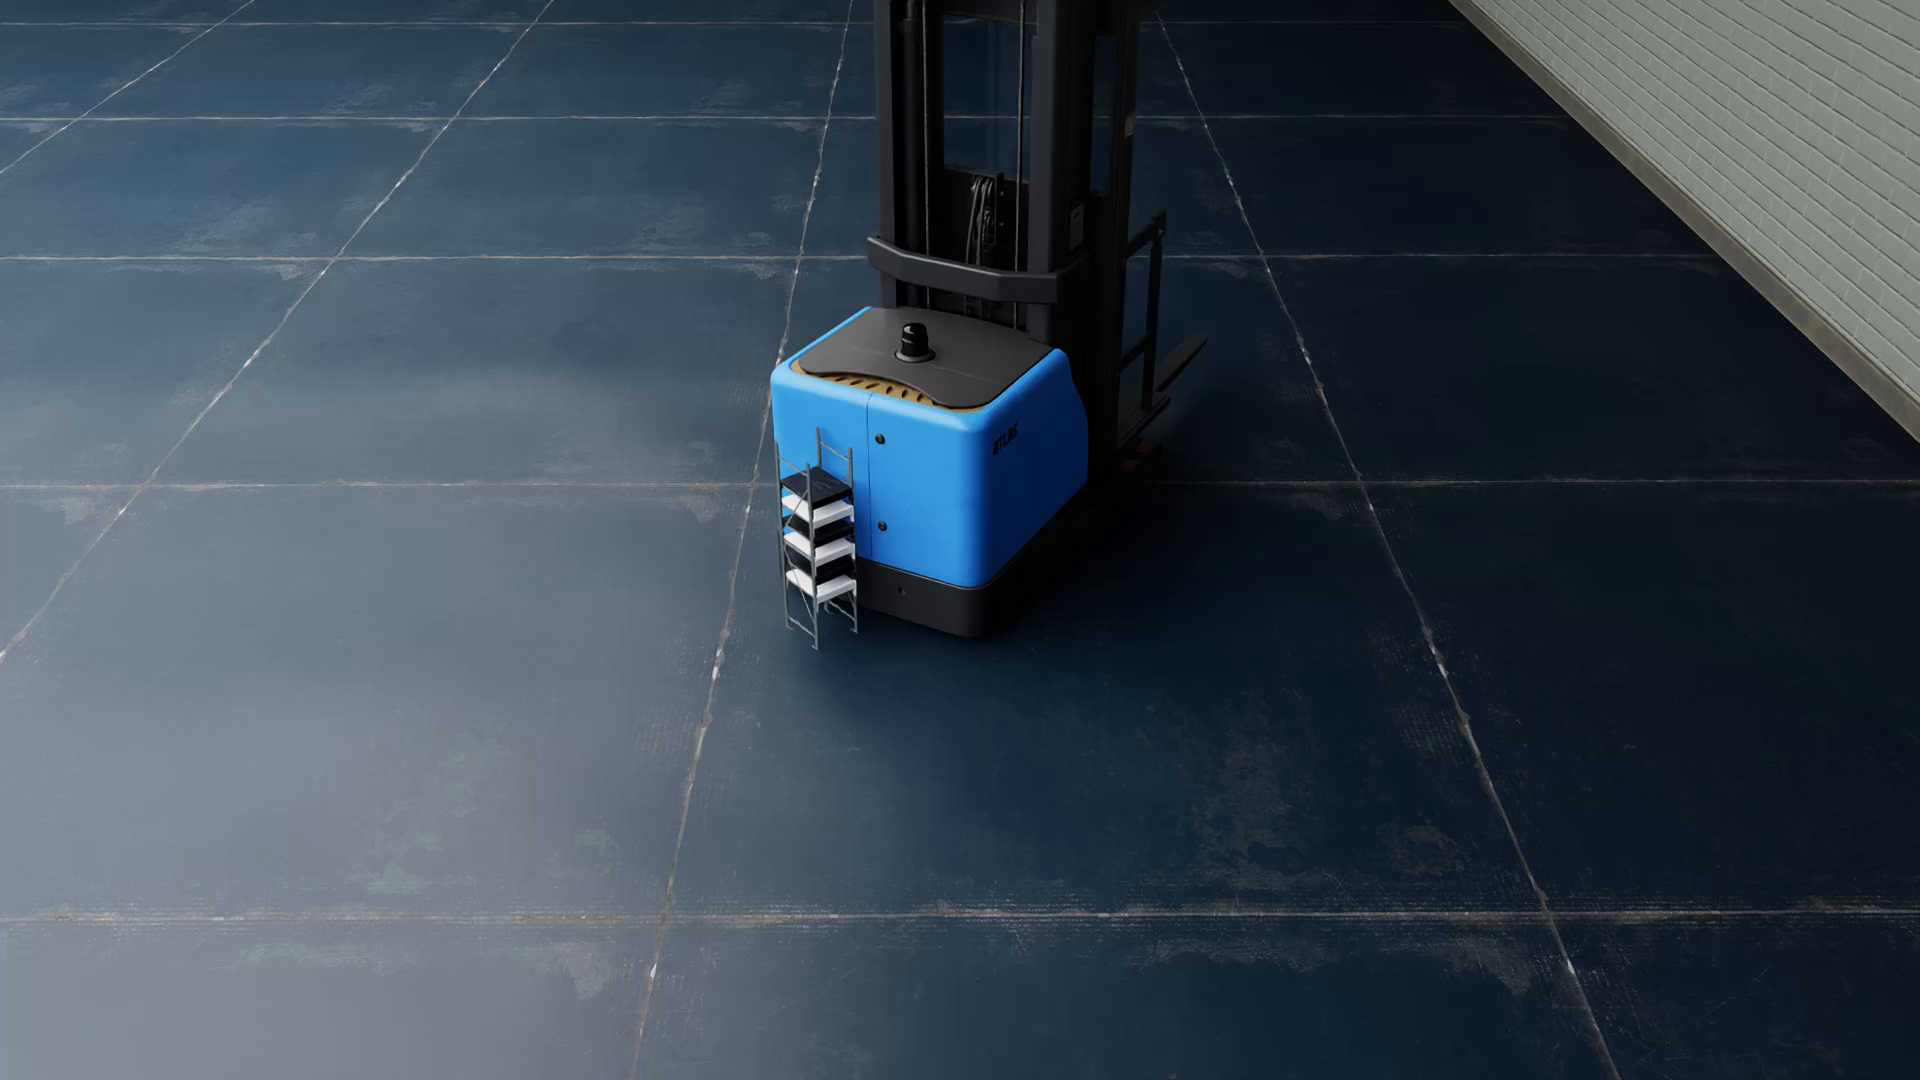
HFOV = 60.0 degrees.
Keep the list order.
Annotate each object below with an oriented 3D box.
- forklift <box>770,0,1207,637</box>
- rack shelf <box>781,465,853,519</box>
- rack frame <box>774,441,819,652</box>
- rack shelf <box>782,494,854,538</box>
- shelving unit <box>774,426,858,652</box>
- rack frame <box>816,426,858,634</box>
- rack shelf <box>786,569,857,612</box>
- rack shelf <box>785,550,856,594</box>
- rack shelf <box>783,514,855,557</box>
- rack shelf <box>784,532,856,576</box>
[{"bbox_3d":[0.348,-1.584,7.536,1.130,2.935,3.031,16,35,24],"label":"forklift"},{"bbox_3d":[-0.588,-0.199,6.753,0.200,0.077,0.258,-23,38,-33],"label":"rack shelf"},{"bbox_3d":[-0.667,0.037,6.821,0.006,0.900,0.240,-23,38,-33],"label":"rack frame"},{"bbox_3d":[-0.589,-0.122,6.800,0.200,0.077,0.258,-23,38,-33],"label":"rack shelf"},{"bbox_3d":[-0.589,0.003,6.876,0.210,0.900,0.258,-23,38,-33],"label":"shelving unit"},{"bbox_3d":[-0.511,-0.031,6.932,0.006,0.900,0.240,-23,38,-33],"label":"rack frame"},{"bbox_3d":[-0.590,0.185,6.988,0.200,0.077,0.258,-23,38,-33],"label":"rack shelf"},{"bbox_3d":[-0.589,0.108,6.941,0.200,0.077,0.258,-23,38,-33],"label":"rack shelf"},{"bbox_3d":[-0.589,-0.045,6.847,0.200,0.077,0.258,-23,38,-33],"label":"rack shelf"},{"bbox_3d":[-0.589,0.031,6.894,0.200,0.077,0.258,-23,38,-33],"label":"rack shelf"}]
